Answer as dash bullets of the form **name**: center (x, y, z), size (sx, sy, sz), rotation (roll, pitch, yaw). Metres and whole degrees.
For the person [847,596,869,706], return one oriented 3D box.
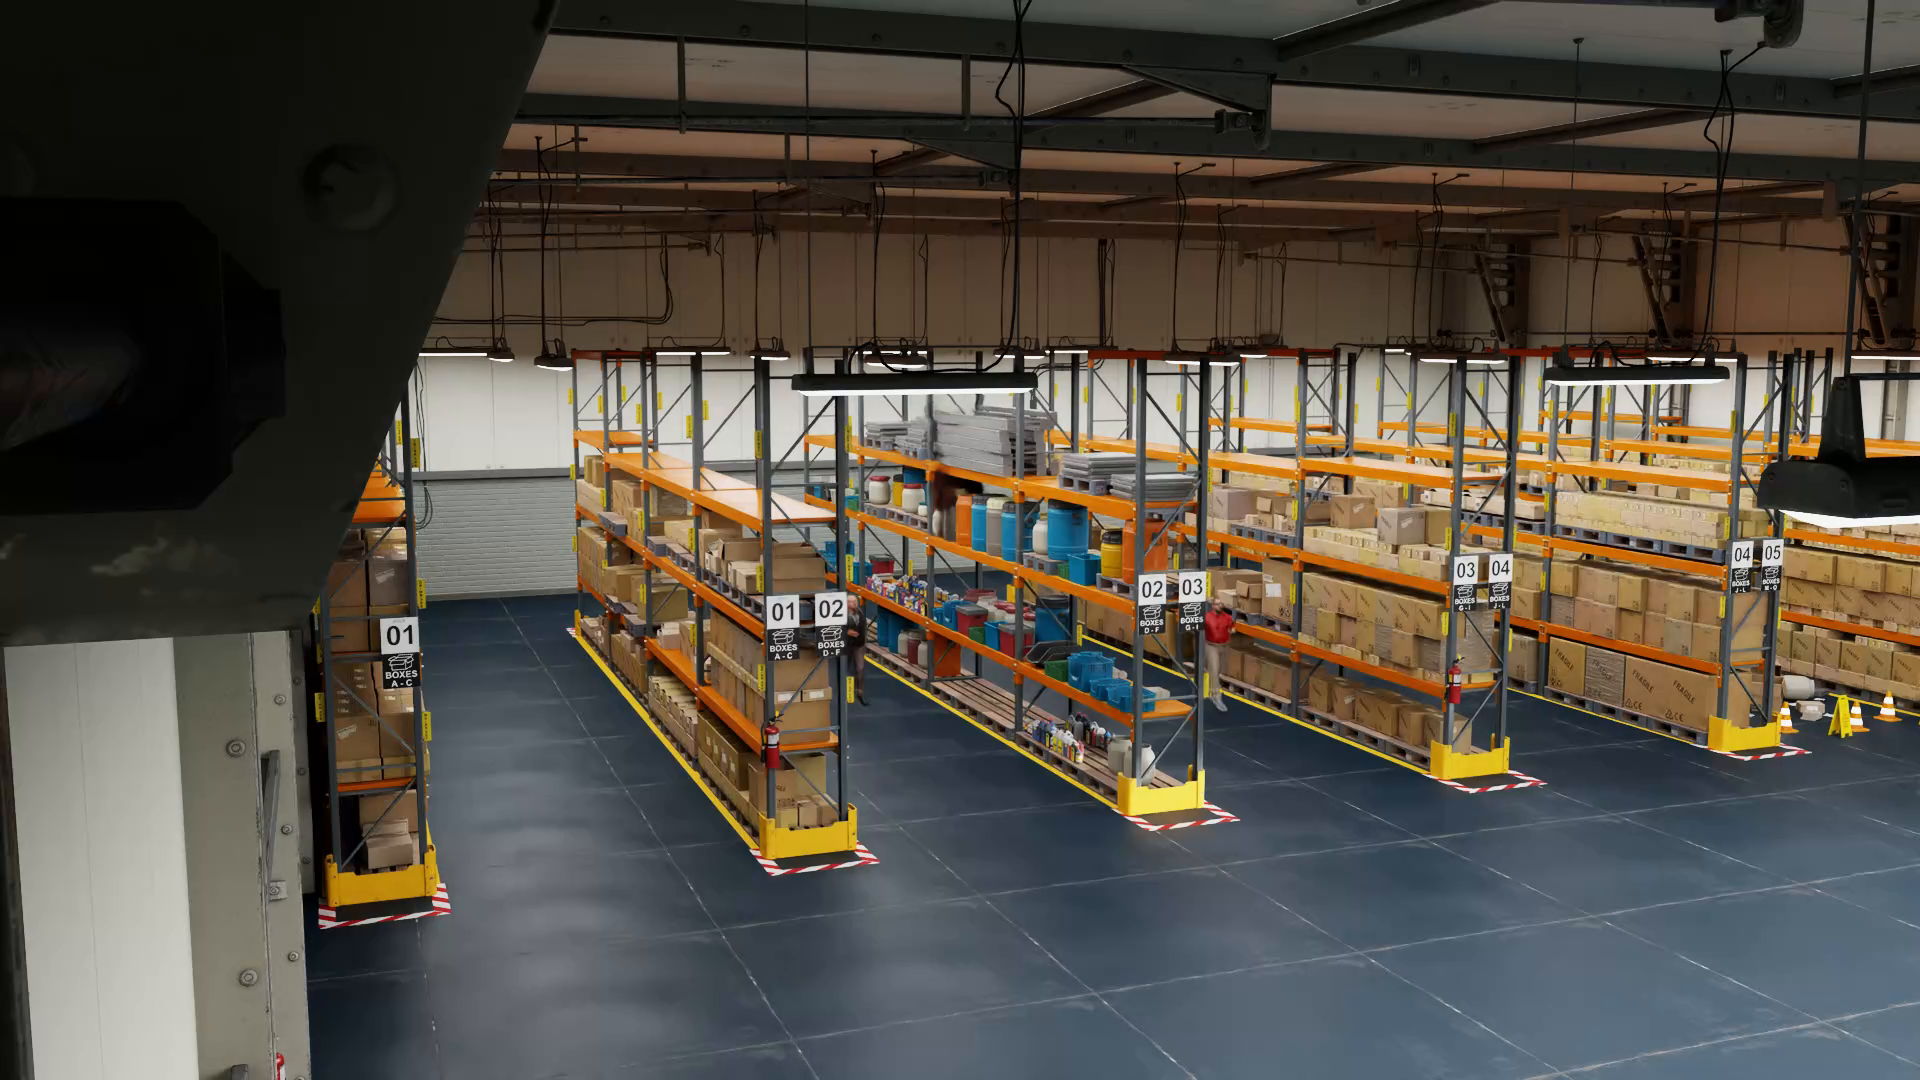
- **person**: center (-1.794, 1.798, 27.341), size (0.640, 1.787, 0.760), rotation (-4, 8, -27)

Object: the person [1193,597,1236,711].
- **person**: center (4.180, 1.821, 27.014), size (0.649, 1.787, 0.798), rotation (-3, 8, -26)
